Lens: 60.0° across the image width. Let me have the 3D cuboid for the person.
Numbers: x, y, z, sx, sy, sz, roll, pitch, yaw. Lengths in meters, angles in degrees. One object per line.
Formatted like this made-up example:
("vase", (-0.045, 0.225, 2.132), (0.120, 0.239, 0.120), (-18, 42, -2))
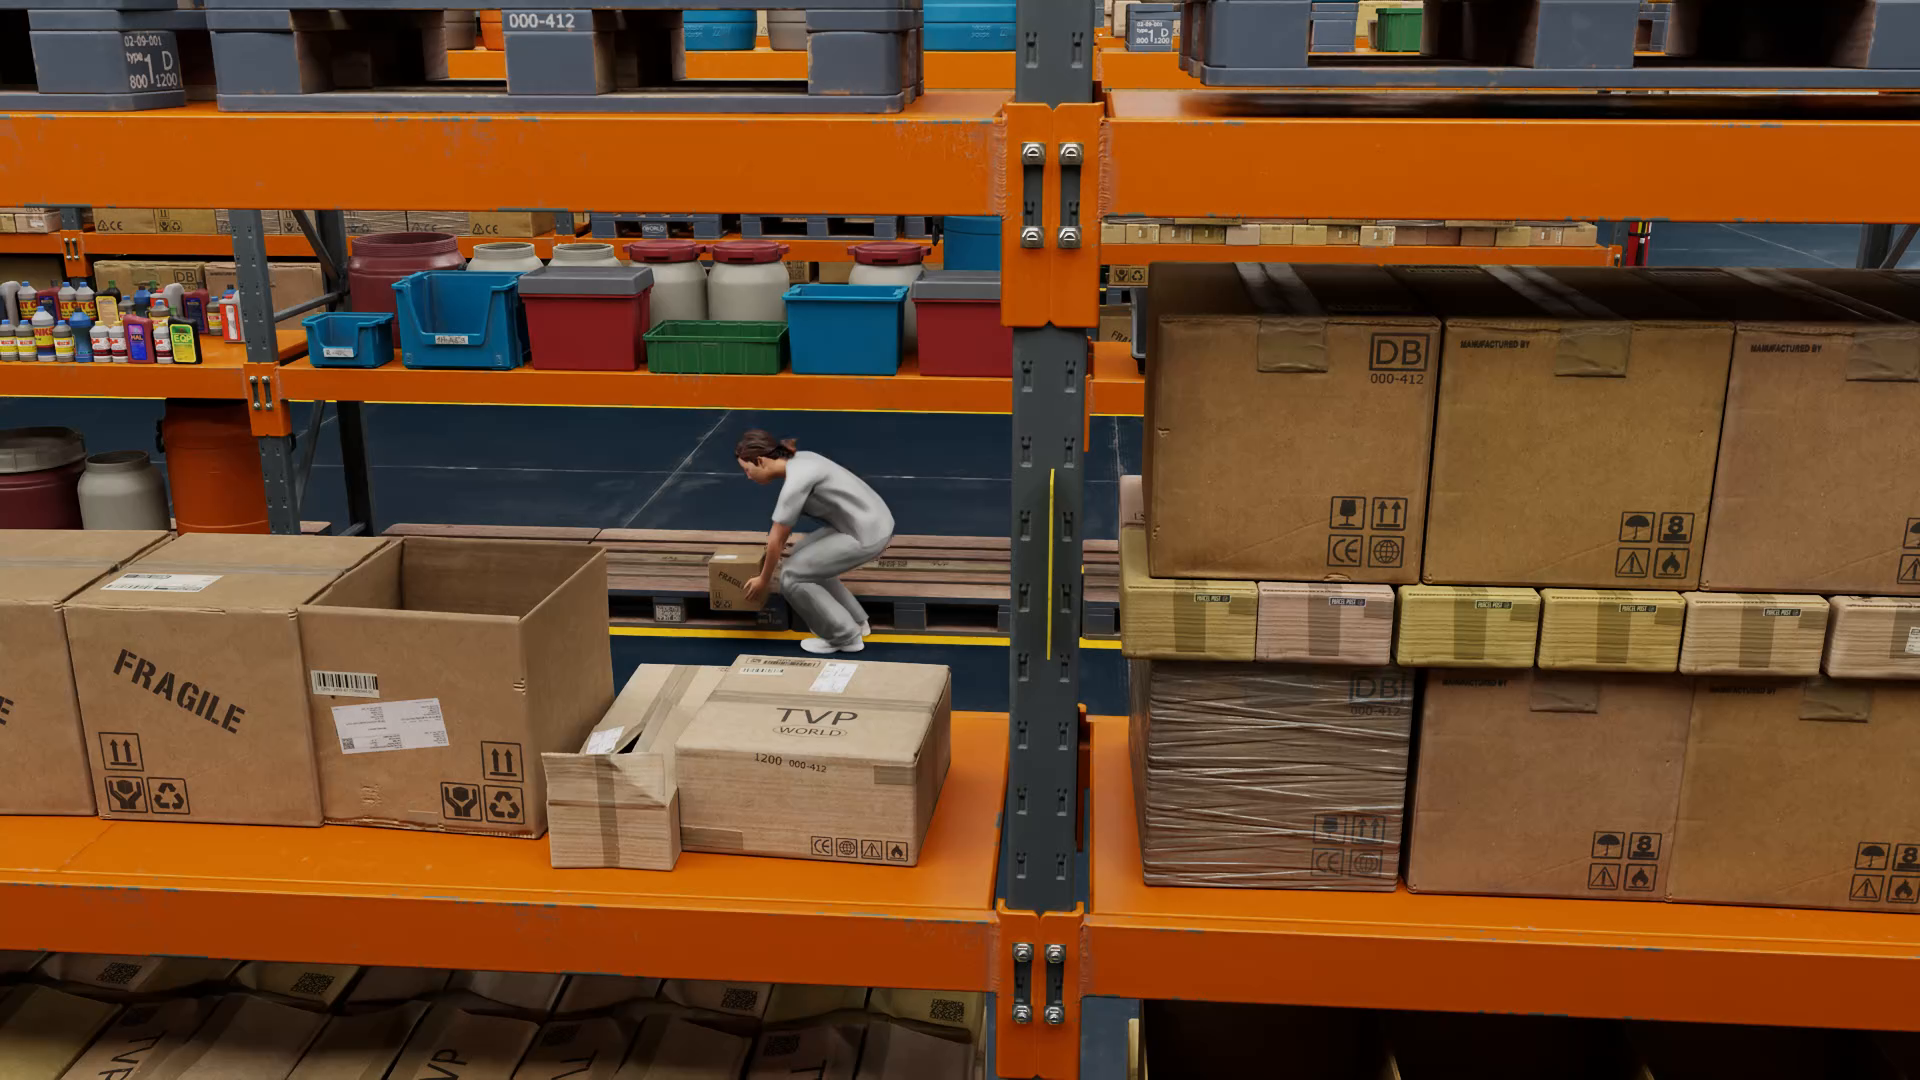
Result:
("person", (-0.697, -0.004, 8.035), (0.753, 1.092, 0.495), (1, 18, 4))
